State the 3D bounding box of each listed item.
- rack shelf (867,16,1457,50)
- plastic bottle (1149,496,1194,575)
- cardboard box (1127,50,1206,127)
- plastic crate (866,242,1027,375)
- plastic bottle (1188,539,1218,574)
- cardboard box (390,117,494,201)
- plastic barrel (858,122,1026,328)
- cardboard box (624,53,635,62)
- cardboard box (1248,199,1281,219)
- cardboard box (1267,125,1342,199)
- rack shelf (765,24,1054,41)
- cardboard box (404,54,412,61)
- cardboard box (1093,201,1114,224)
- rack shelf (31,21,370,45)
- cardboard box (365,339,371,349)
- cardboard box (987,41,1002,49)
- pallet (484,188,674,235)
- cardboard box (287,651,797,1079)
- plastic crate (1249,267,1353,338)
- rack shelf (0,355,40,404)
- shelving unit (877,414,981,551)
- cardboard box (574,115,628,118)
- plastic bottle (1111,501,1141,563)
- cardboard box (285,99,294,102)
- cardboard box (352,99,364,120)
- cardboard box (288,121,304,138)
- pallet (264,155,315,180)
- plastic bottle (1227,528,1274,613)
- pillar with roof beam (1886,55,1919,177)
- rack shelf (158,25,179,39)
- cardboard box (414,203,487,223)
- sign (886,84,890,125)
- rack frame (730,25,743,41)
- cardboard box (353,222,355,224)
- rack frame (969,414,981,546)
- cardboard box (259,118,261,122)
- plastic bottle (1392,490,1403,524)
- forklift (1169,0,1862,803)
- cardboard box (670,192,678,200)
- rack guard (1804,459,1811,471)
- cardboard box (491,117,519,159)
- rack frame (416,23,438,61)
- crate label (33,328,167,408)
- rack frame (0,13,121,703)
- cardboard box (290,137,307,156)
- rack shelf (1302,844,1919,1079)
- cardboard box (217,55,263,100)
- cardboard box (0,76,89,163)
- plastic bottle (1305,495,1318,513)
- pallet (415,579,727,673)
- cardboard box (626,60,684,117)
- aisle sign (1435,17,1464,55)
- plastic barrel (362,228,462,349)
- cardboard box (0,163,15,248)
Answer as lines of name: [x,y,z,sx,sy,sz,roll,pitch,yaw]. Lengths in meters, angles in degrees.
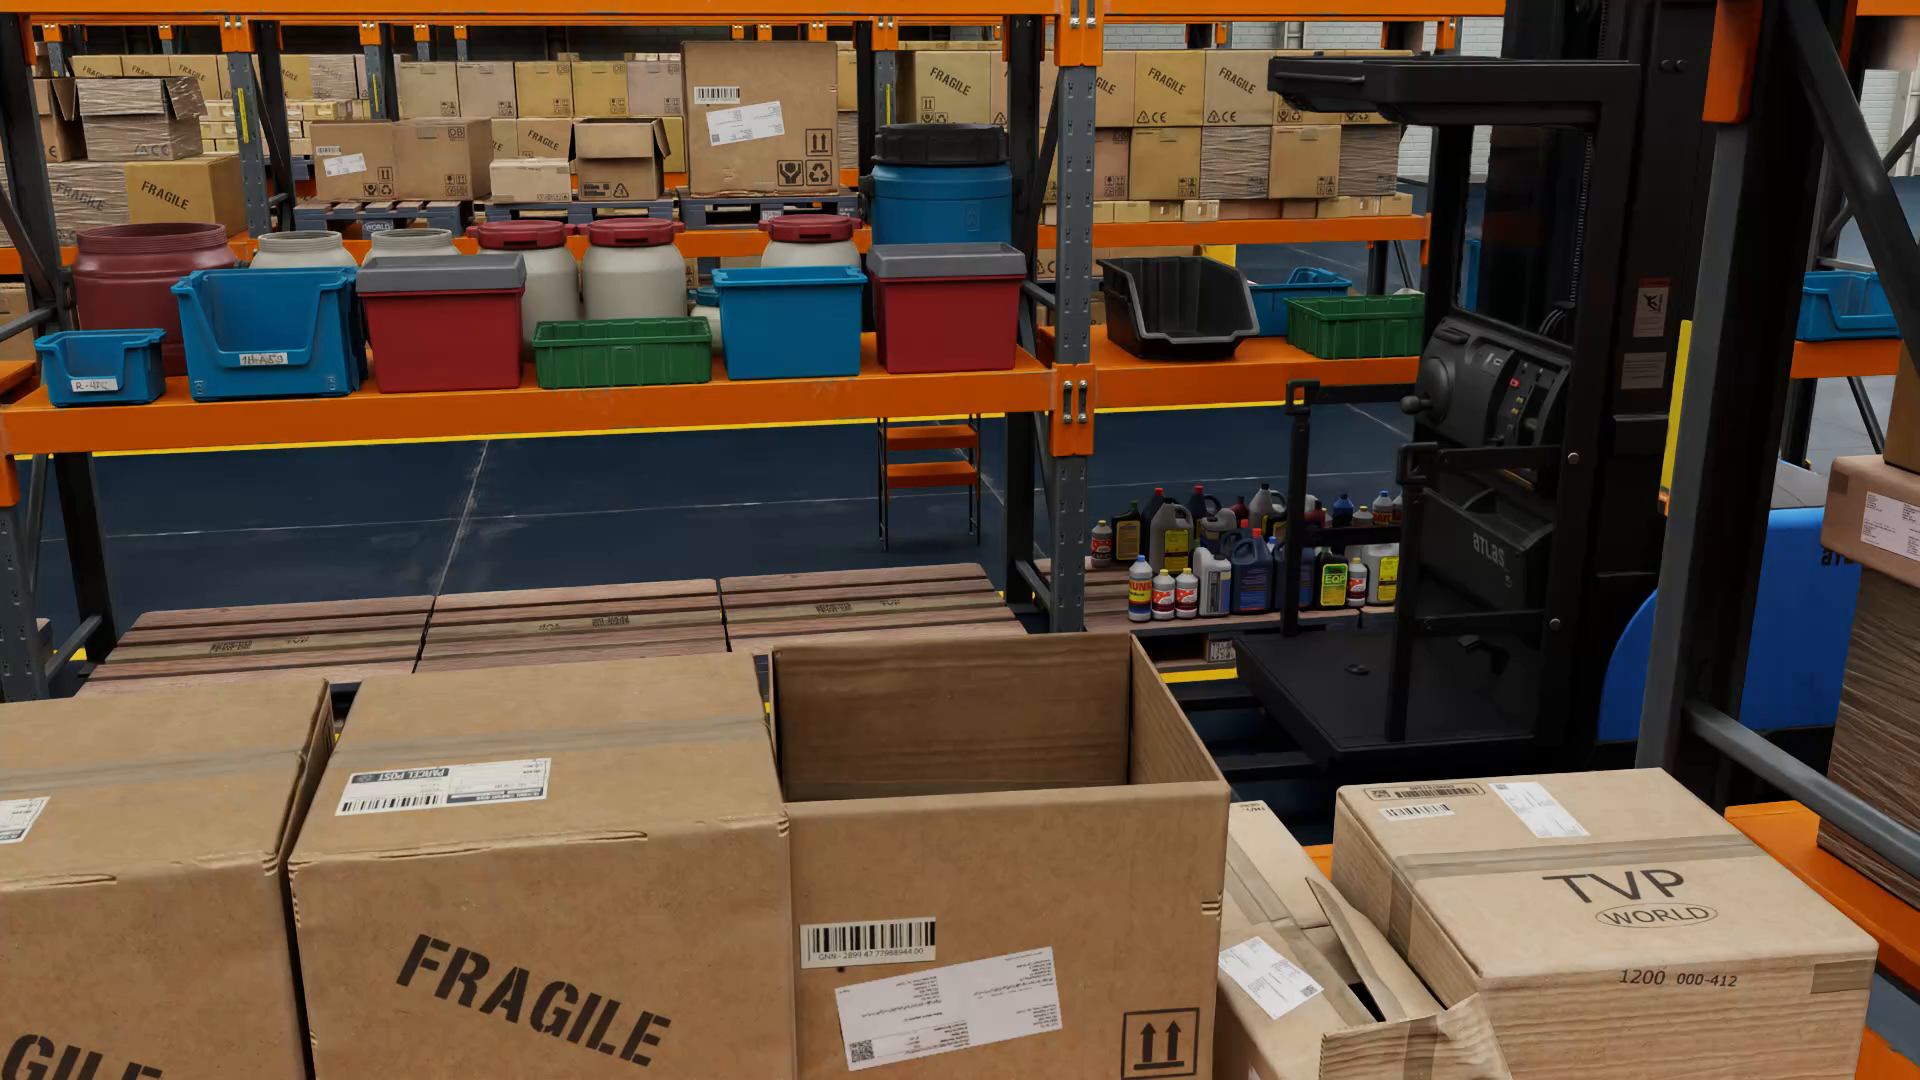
rack shelf: [1.383,-3.635,11.655,4.000,0.370,1.077,-3,17,-10]
plastic bottle: [0.963,-0.028,7.555,0.185,0.351,0.144,-3,17,-10]
cardboard box: [1.379,-3.141,11.549,0.500,0.500,0.500,-3,17,-10]
plastic crate: [-0.059,-0.922,6.594,0.583,0.464,0.402,-3,17,-10]
plastic bottle: [1.046,0.134,7.144,0.133,0.283,0.061,-3,17,-10]
cardboard box: [-3.457,-2.561,11.156,0.500,0.500,0.700,-1,17,-2]
plastic barrel: [-0.078,-1.312,7.119,0.708,0.901,0.600,-3,17,-10]
cardboard box: [-4.037,-5.977,20.666,0.250,0.149,0.380,-2,17,-7]
cardboard box: [2.123,-2.407,11.969,0.250,0.149,0.380,-3,17,-10]
cardboard box: [2.333,-2.762,12.017,0.500,0.500,0.875,-3,17,-10]
rack shelf: [-0.497,-6.492,20.957,4.000,0.370,1.077,-3,17,-10]
cardboard box: [-6.919,-5.637,20.182,0.500,0.500,0.500,-4,17,-12]
cardboard box: [0.910,-2.316,11.671,0.250,0.149,0.380,-3,17,-10]
rack shelf: [-7.314,-4.625,14.878,4.000,0.370,1.077,-3,17,-10]
cardboard box: [-3.854,-1.270,11.345,0.500,0.500,0.700,-4,18,-13]
cardboard box: [0.508,-6.064,21.067,0.500,0.500,0.700,-3,17,-10]
pallet: [-2.573,-2.242,11.328,1.213,0.211,1.003,-3,17,-10]
cardboard box: [-0.472,0.470,2.004,0.500,0.500,0.500,-3,17,-10]
plastic crate: [1.394,-1.075,7.456,0.616,0.251,0.499,-3,17,-10]
rack shelf: [-5.533,-0.328,5.996,4.000,0.370,1.077,-3,17,-10]
shelving unit: [-0.163,-0.564,8.606,0.503,1.200,0.258,-3,17,-10]
cardboard box: [-3.476,-3.882,16.171,0.500,0.500,0.500,-3,17,-10]
plastic bottle: [0.768,-0.040,7.710,0.133,0.283,0.061,-2,17,-8]
cardboard box: [-6.346,-4.014,15.470,0.250,0.149,0.380,-3,17,-11]
cardboard box: [-7.319,-5.105,19.729,0.500,0.250,0.500,-4,17,-12]
cardboard box: [-6.011,-3.695,14.940,0.250,0.149,0.380,-3,17,-8]
pallet: [-6.030,-3.485,15.375,1.003,0.211,1.213,-3,17,-10]
plastic bottle: [1.230,0.124,7.060,0.185,0.351,0.144,-3,17,-9]
pillar with roof beam: [18.156,-9.795,25.375,0.400,9.000,9.100,-3,17,-10]
rack shelf: [-13.225,-7.255,23.438,4.000,0.370,1.077,-3,17,-10]
cardboard box: [-4.735,-2.780,15.870,0.750,0.750,1.050,-3,17,-11]
sign: [-0.472,-2.828,10.937,0.005,0.325,0.100,-3,17,-10]
rack frame: [-3.406,-6.722,25.587,0.127,3.000,1.000,-3,17,-10]
cardboard box: [-6.073,-3.042,15.873,0.500,0.250,0.500,-4,18,-13]
rack frame: [0.077,-0.578,8.650,0.015,1.200,0.240,-3,17,-10]
cardboard box: [-6.249,-3.824,14.853,0.250,0.149,0.380,-3,17,-9]
plastic bottle: [2.110,-0.105,7.942,0.097,0.271,0.097,0,17,0]
forklift: [1.601,-0.556,5.631,3.031,2.935,1.130,-3,17,-9]
cardboard box: [-3.681,-4.164,21.022,0.625,0.372,0.950,-2,17,-7]
rack guard: [4.220,-0.016,8.013,0.348,0.500,1.175,-3,17,-10]
cardboard box: [-4.360,-3.671,15.484,0.500,0.500,0.500,-3,17,-11]
rack frame: [-6.388,-5.068,20.203,0.127,3.000,1.000,-3,17,-10]
crate label: [-3.084,-0.619,6.003,0.416,0.233,0.303,-3,17,-10]
rack frame: [-3.569,-0.783,6.253,0.127,3.000,1.000,-3,17,-10]
cardboard box: [-5.991,-3.554,14.987,0.250,0.149,0.380,-3,17,-11]
rack shelf: [-0.669,0.877,2.072,4.000,0.370,1.077,-3,17,-10]
cardboard box: [-8.336,-5.407,19.433,0.500,0.500,0.500,-4,17,-11]
cardboard box: [-5.870,-2.667,10.507,0.637,0.503,0.797,-3,17,-9]
plastic bottle: [1.602,-0.070,7.821,0.135,0.276,0.152,-3,17,-9]
pallet: [-1.606,0.451,6.985,1.213,0.211,1.003,-3,17,-10]
cardboard box: [-2.910,-4.309,15.858,0.500,0.500,0.700,-3,17,-10]
aisle sign: [3.464,-3.816,11.701,0.004,0.787,0.394,-3,17,-10]
plastic barrel: [-2.186,-0.979,6.700,0.421,0.512,0.421,0,17,0]
cardboard box: [-5.946,-2.104,10.383,0.500,0.500,0.500,-4,17,-12]
